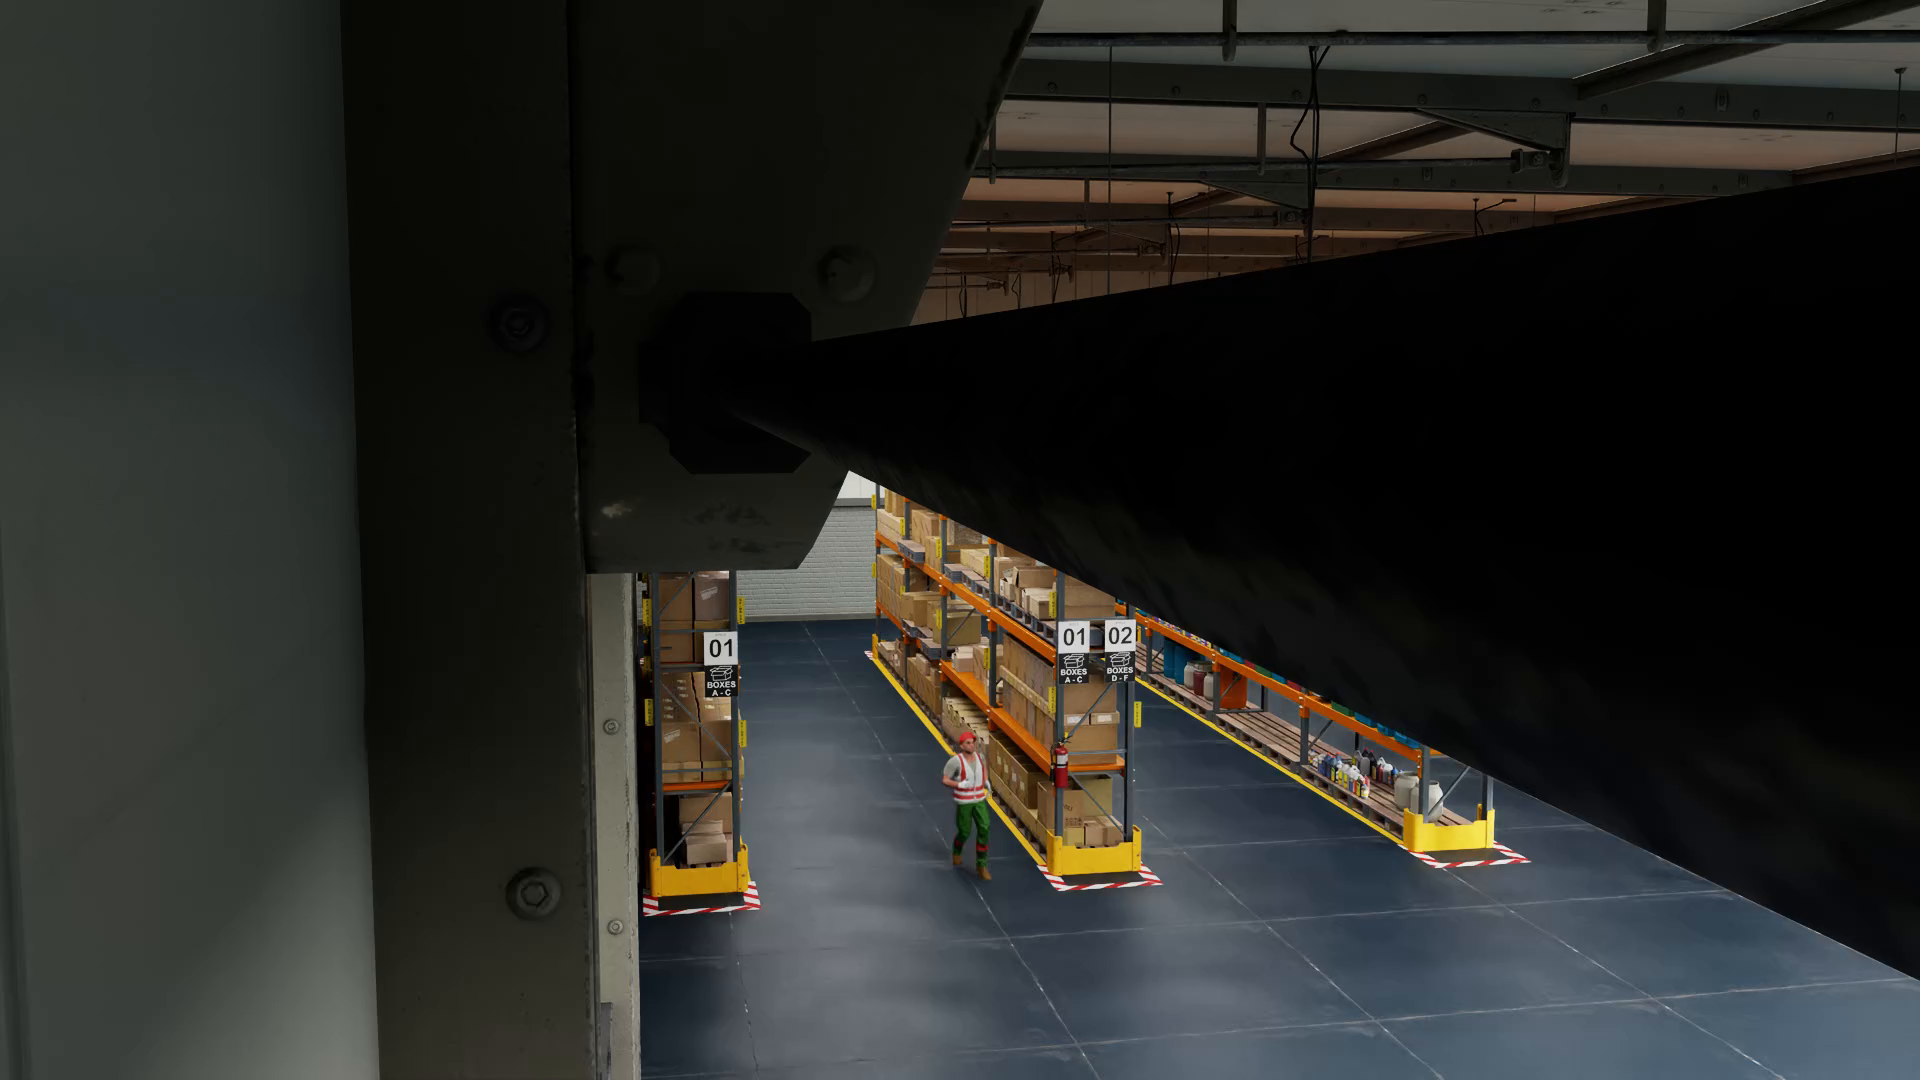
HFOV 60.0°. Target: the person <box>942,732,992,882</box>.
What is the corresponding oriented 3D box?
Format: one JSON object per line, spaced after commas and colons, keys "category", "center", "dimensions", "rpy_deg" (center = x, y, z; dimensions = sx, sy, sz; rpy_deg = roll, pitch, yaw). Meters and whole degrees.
{"category": "person", "center": [0.115, 3.305, 20.832], "dimensions": [0.716, 1.819, 0.847], "rpy_deg": [-3, 7, -27]}
